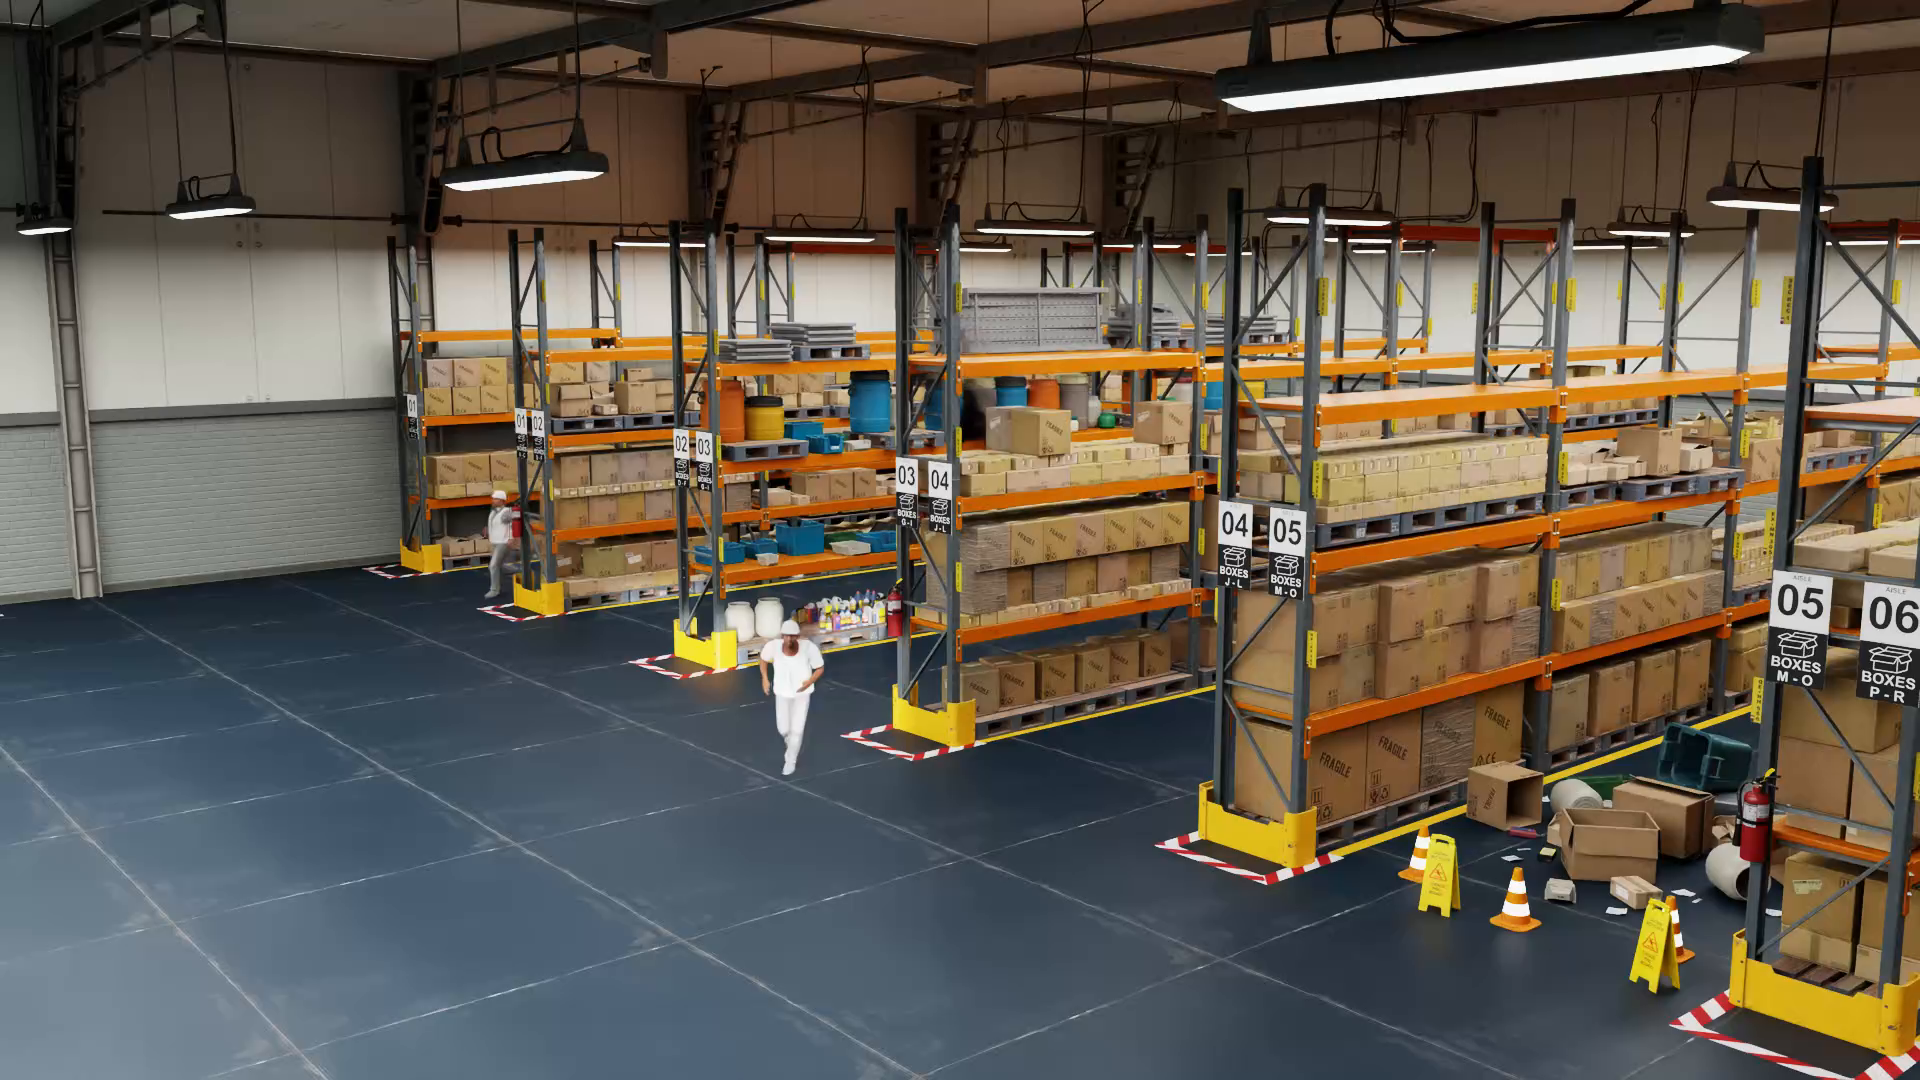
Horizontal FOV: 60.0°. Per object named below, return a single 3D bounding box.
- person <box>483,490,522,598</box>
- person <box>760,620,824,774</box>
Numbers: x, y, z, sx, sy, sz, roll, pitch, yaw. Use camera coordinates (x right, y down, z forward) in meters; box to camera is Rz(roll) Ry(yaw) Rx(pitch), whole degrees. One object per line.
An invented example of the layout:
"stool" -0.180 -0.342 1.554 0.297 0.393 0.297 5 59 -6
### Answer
"person" -7.643 0.046 27.807 0.833 1.774 0.697 -8 12 -44
"person" -1.786 1.644 17.711 0.691 1.687 0.760 -1 9 -4
